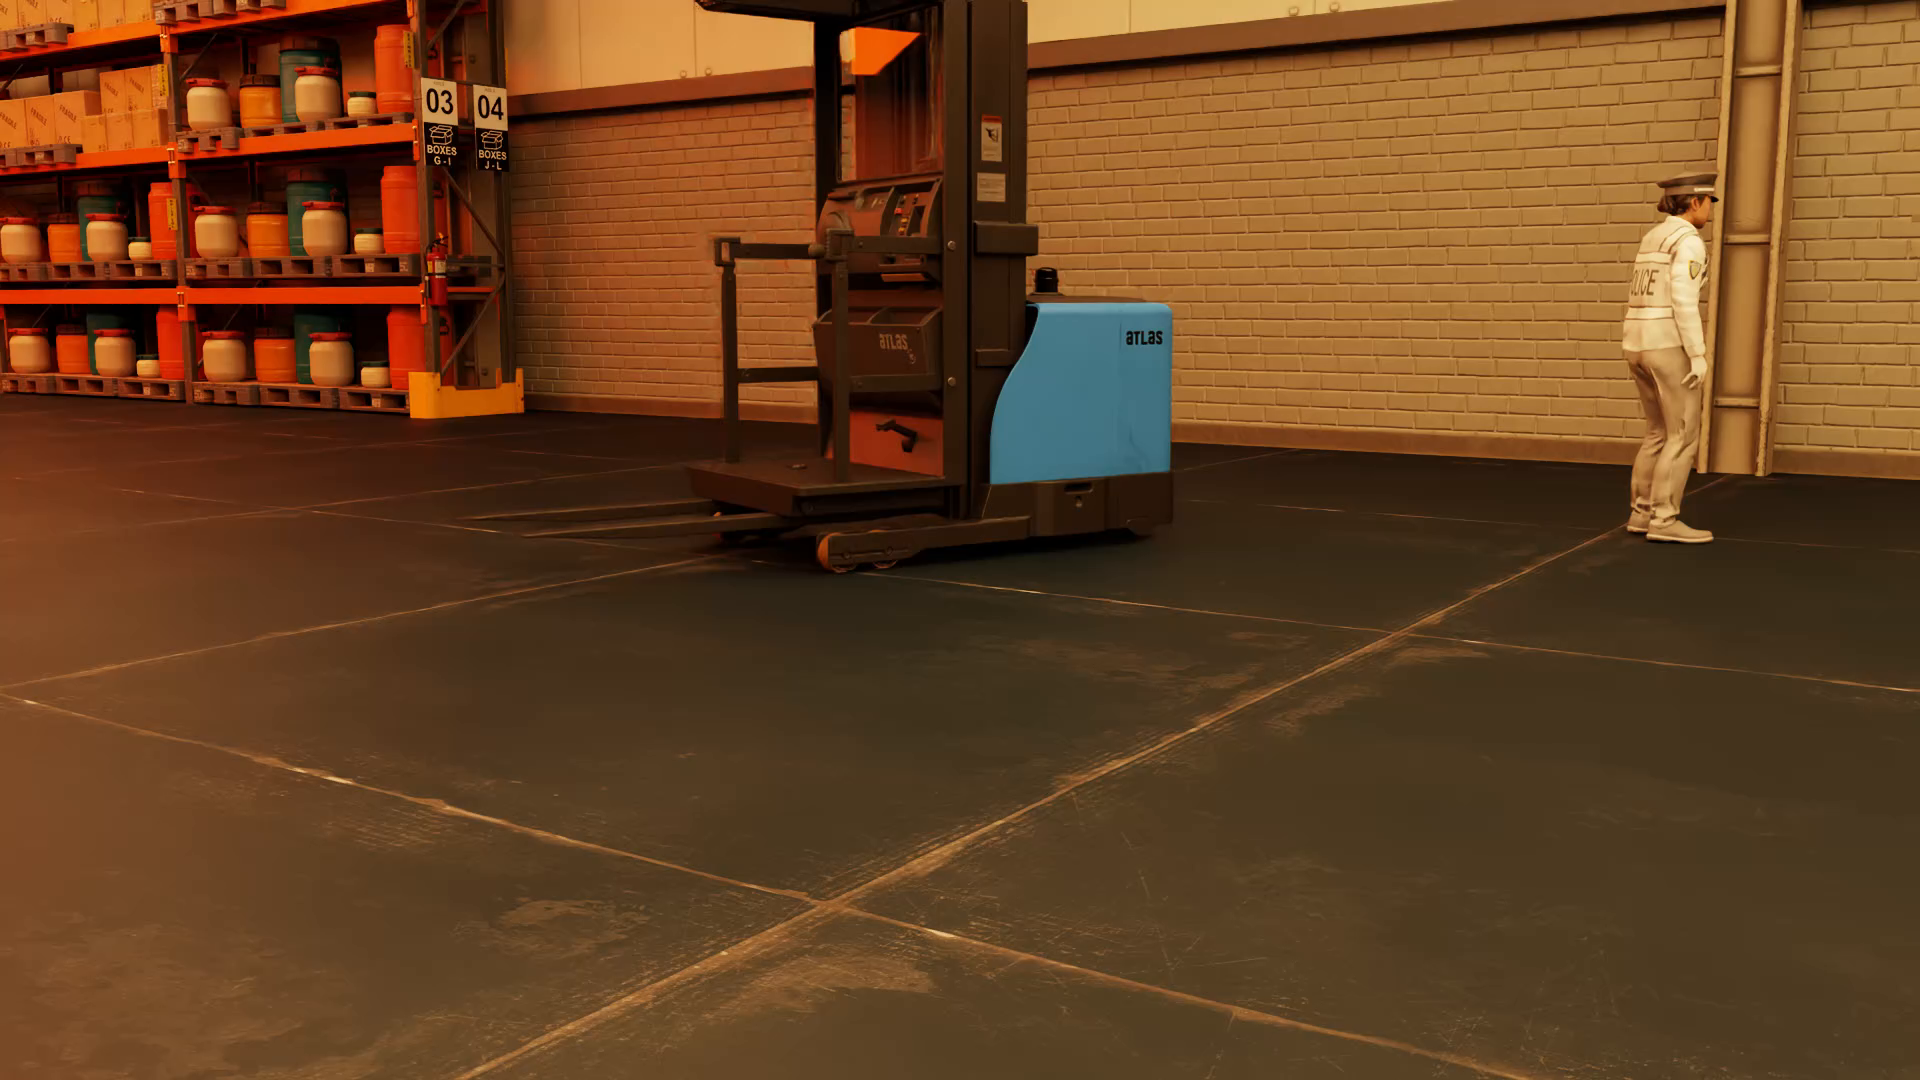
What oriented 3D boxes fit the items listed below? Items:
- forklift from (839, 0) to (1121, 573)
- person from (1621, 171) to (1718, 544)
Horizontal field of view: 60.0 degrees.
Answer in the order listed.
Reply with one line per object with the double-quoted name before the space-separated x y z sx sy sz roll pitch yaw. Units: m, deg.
"forklift" 0.058 -1.364 6.786 1.130 2.935 3.031 -1 8 -4
"person" 3.231 -0.836 7.586 0.374 1.662 0.534 0 8 -3
